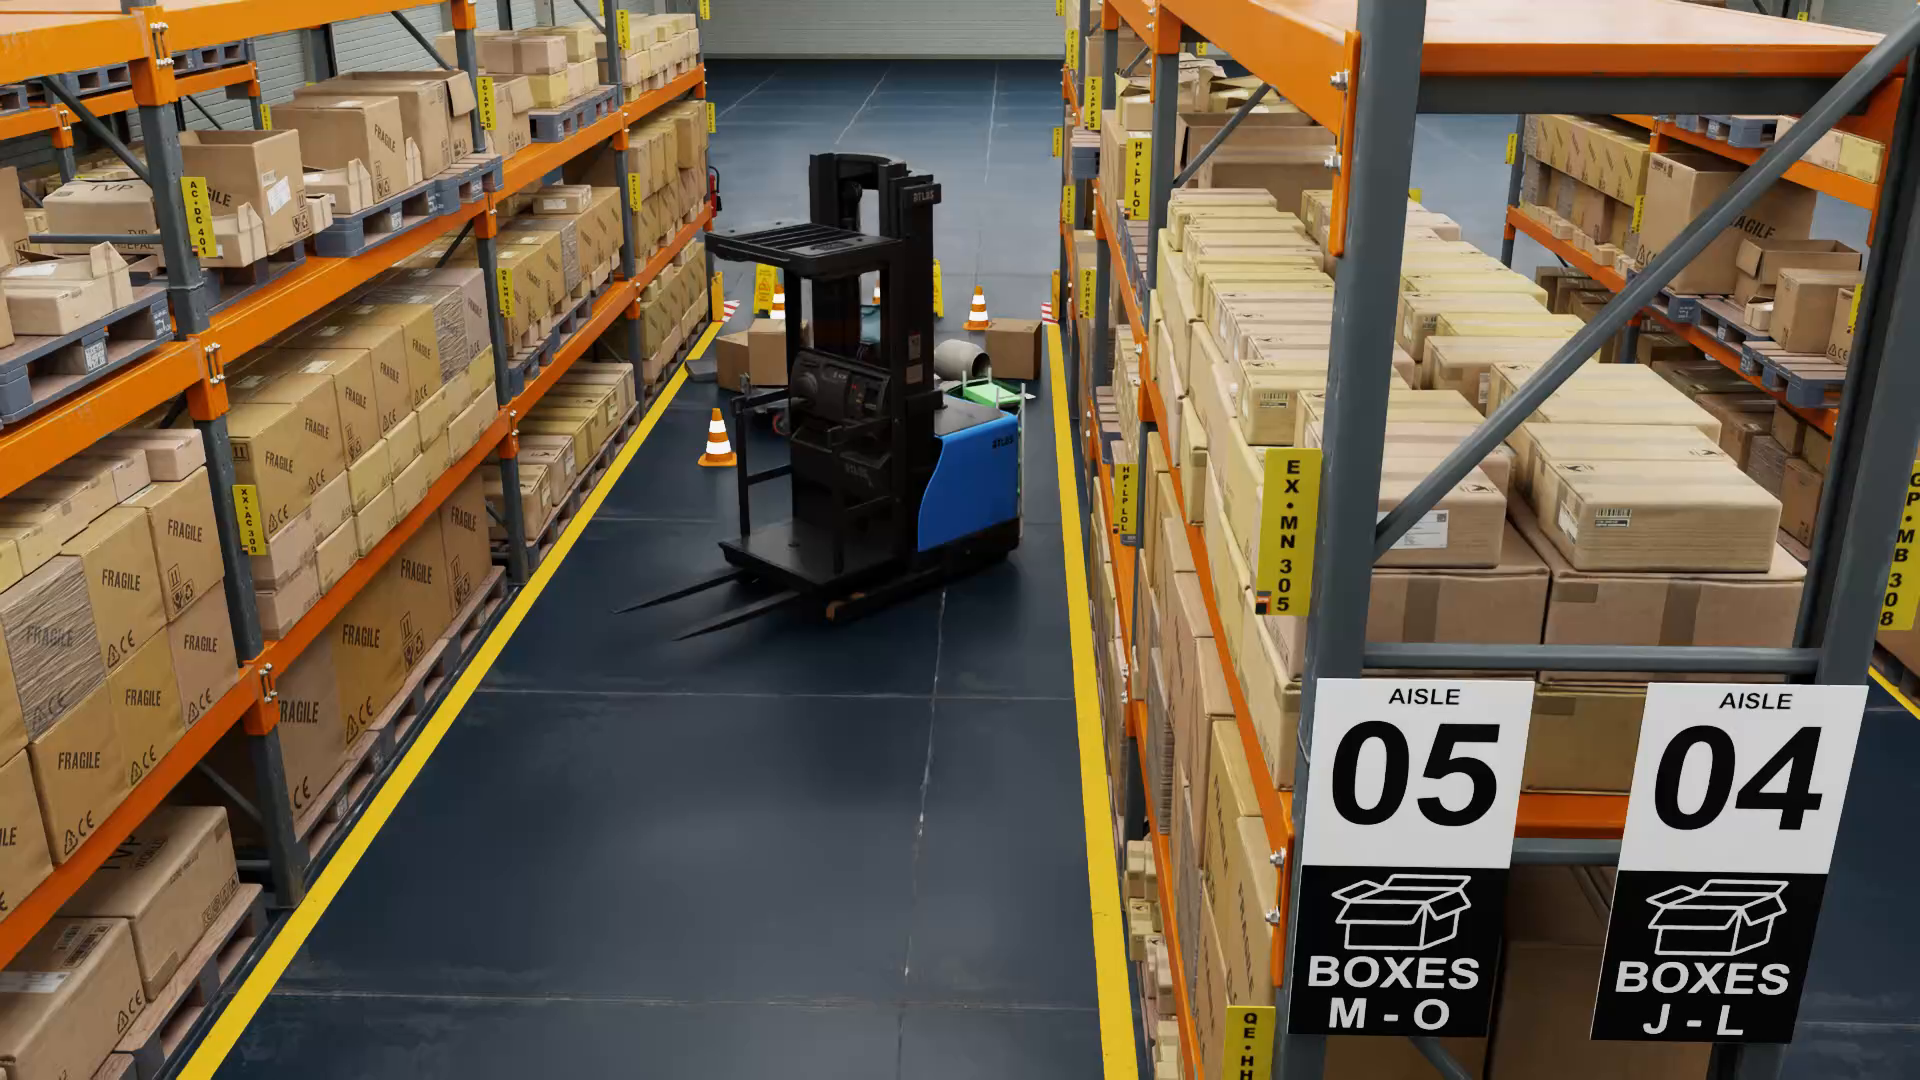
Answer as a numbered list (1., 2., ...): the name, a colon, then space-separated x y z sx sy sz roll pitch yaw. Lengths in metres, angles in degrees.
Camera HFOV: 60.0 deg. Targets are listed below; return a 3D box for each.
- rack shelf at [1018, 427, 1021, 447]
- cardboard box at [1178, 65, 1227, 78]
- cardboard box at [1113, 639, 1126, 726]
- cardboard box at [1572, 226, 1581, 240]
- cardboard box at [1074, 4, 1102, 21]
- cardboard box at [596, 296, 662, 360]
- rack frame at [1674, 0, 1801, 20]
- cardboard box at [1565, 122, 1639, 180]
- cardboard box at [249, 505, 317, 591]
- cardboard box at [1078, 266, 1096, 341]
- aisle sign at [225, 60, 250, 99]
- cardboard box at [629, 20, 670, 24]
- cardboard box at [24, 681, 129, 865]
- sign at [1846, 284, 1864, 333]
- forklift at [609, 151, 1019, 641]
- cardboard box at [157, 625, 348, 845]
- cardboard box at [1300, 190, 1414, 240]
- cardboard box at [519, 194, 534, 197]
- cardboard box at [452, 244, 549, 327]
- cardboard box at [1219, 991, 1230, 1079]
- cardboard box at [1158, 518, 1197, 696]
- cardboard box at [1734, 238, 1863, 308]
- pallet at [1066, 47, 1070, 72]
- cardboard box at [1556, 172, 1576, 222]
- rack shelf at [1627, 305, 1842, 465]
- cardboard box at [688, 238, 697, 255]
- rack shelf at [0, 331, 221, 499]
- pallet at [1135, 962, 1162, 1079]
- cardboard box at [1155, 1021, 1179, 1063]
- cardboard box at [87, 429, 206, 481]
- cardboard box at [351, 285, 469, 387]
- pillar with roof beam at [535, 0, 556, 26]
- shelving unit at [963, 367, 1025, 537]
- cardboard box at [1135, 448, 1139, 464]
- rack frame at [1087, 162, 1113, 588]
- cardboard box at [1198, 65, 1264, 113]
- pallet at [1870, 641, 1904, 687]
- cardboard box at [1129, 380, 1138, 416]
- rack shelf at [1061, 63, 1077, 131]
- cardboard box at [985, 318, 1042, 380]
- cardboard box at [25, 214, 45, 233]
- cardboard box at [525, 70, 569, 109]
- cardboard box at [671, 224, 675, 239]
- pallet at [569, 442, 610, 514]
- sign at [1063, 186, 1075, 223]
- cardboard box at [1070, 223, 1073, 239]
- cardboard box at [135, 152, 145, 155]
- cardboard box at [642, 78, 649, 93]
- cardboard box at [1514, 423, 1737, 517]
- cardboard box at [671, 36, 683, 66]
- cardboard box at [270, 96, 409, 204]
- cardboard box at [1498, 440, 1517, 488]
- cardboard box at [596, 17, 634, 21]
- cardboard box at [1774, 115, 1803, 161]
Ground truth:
1. rack shelf: 0.249 -0.810 12.471 0.258 0.148 0.480 -11 24 -27
2. cardboard box: 1.670 -3.305 12.159 0.500 0.311 0.500 0 21 1
3. cardboard box: 1.045 0.714 8.380 0.500 0.250 0.500 0 21 0
4. cardboard box: 6.330 -3.031 16.541 0.380 0.149 0.250 1 21 2
5. cardboard box: 1.227 -4.740 14.977 0.380 0.149 0.250 1 21 2
6. cardboard box: -3.144 -2.018 15.767 0.500 0.500 0.500 2 21 4
7. rack frame: 6.473 -5.232 13.573 1.000 3.000 0.127 1 21 2
8. cardboard box: 6.261 -3.795 16.230 0.500 0.500 0.500 1 21 2
9. cardboard box: -3.380 0.029 7.823 0.500 0.250 0.500 0 21 0
10. cardboard box: 1.186 -1.839 12.983 0.500 0.500 0.500 1 21 2
11. aisle sign: -7.976 -5.276 18.387 0.394 0.787 0.004 1 21 2
12. cardboard box: -3.135 -5.153 16.762 0.380 0.149 0.250 1 21 2
13. cardboard box: -3.445 0.840 6.079 0.500 0.500 0.500 0 21 1
14. sign: 5.809 -1.494 10.742 0.100 0.325 0.005 1 21 2
15. forklift: -0.963 -1.008 11.074 1.130 2.935 3.031 20 29 41
16. cardboard box: -3.736 0.918 8.373 0.875 0.875 0.875 1 21 3
17. cardboard box: 1.540 -1.265 6.461 0.380 0.149 0.250 0 21 -1
18. cardboard box: -3.733 -2.759 14.363 0.500 0.500 0.500 1 21 3
19. cardboard box: -3.300 -1.828 11.963 0.500 0.500 0.500 2 21 4
20. cardboard box: 0.910 1.462 4.065 0.500 0.500 0.500 1 21 3
21. cardboard box: 0.971 0.245 5.820 0.500 0.500 0.500 1 21 3
22. cardboard box: 6.513 -2.051 12.946 0.797 0.503 0.637 3 21 7
23. pallet: 1.628 -5.061 17.402 1.003 0.211 1.213 1 21 2
24. cardboard box: 6.597 -3.506 16.868 0.875 0.500 0.500 1 21 2
25. rack shelf: 6.413 -1.377 12.925 1.077 0.370 4.000 1 21 2
26. cardboard box: -3.018 -3.130 17.737 0.380 0.149 0.250 1 21 3
27. rack shelf: -3.736 0.008 5.208 1.077 0.370 4.000 1 21 2
28. pallet: 1.290 1.909 7.316 1.003 0.211 1.213 1 21 2
29. cardboard box: 0.941 1.957 6.289 0.380 0.149 0.250 0 21 1
30. cardboard box: -3.367 -0.352 6.872 0.380 0.149 0.250 0 21 1
31. cardboard box: -3.315 -1.235 10.046 0.500 0.500 0.500 1 21 3
32. pillar with roof beam: -4.343 -13.060 33.747 9.100 9.000 0.400 1 21 2
33. shelving unit: 0.249 -0.646 12.534 0.258 1.200 0.503 -11 24 -27
34. cardboard box: 1.121 -0.375 8.704 0.380 0.149 0.250 0 21 -1
35. rack frame: 1.397 -1.080 11.166 1.000 3.000 0.127 1 21 2
36. cardboard box: 1.644 -2.733 10.082 0.396 0.266 0.258 1 21 2
37. pallet: 6.252 0.595 10.703 1.003 0.211 1.213 1 21 2
38. cardboard box: 1.151 -0.796 9.378 0.380 0.149 0.250 1 21 3
39. rack shelf: 1.580 -4.312 16.344 1.077 0.370 4.000 1 21 2
40. cardboard box: 0.540 -1.935 16.821 0.500 0.500 0.500 4 22 11
41. cardboard box: -8.172 -2.727 14.376 0.380 0.149 0.250 0 21 1
42. cardboard box: -3.342 -3.488 12.853 0.500 0.250 0.500 1 21 2
43. cardboard box: -3.074 -3.091 16.697 0.380 0.149 0.250 1 21 1
44. pallet: -3.489 -0.520 13.578 1.003 0.211 1.213 1 21 2
45. sign: 0.964 -2.972 14.737 0.100 0.325 0.005 1 21 2
46. cardboard box: 1.562 -3.316 16.720 0.875 0.550 0.500 1 21 2
47. cardboard box: -8.113 -3.845 16.846 0.380 0.149 0.250 1 21 2
48. cardboard box: -3.150 -4.307 15.683 0.380 0.149 0.250 0 21 0
49. cardboard box: 1.417 -0.142 3.565 0.380 0.149 0.250 1 21 4
50. cardboard box: -3.084 -4.900 16.661 0.500 0.250 0.500 1 21 3
51. cardboard box: -3.317 -2.098 8.925 0.500 0.500 0.500 1 21 2
52. cardboard box: 1.442 -0.094 3.993 0.500 0.250 0.500 0 21 1
53. cardboard box: -3.586 -5.336 17.234 0.380 0.149 0.250 1 21 2
54. cardboard box: 6.141 -2.853 11.796 0.500 0.250 0.500 1 21 3
